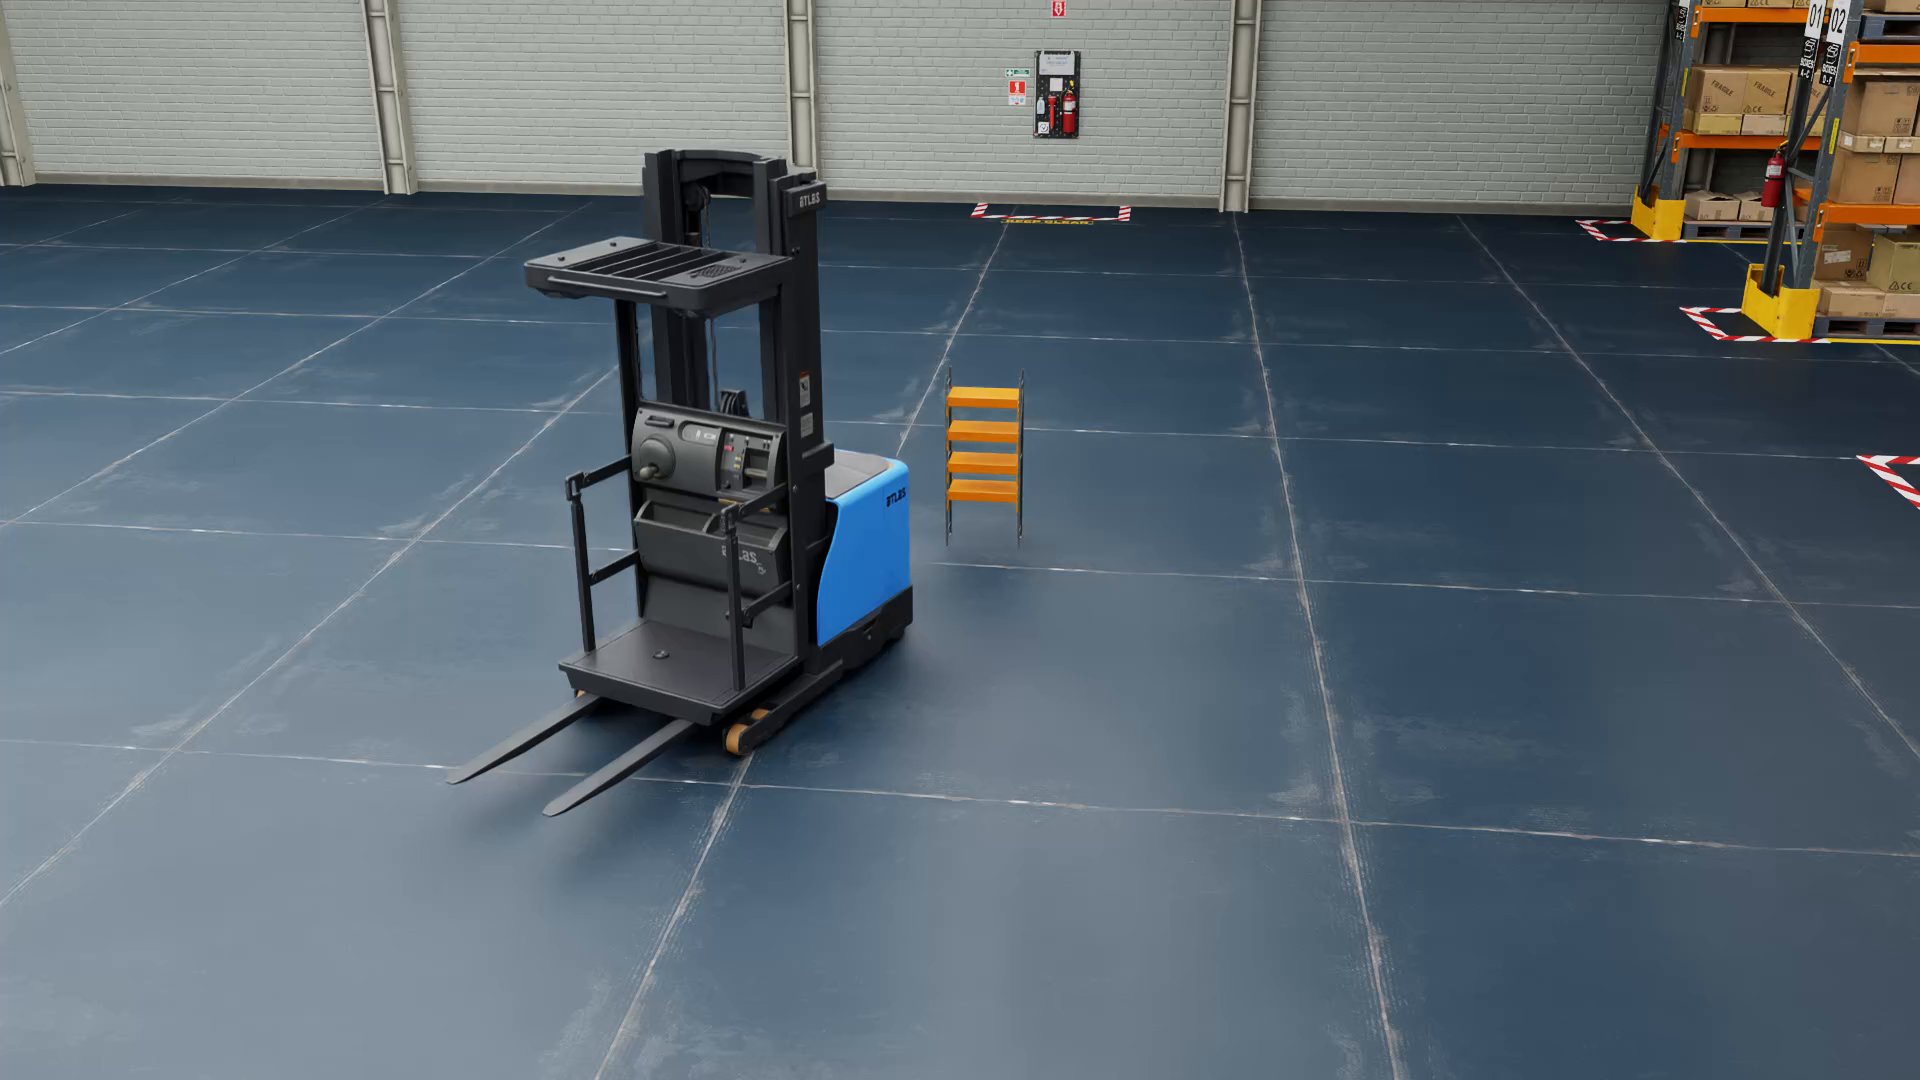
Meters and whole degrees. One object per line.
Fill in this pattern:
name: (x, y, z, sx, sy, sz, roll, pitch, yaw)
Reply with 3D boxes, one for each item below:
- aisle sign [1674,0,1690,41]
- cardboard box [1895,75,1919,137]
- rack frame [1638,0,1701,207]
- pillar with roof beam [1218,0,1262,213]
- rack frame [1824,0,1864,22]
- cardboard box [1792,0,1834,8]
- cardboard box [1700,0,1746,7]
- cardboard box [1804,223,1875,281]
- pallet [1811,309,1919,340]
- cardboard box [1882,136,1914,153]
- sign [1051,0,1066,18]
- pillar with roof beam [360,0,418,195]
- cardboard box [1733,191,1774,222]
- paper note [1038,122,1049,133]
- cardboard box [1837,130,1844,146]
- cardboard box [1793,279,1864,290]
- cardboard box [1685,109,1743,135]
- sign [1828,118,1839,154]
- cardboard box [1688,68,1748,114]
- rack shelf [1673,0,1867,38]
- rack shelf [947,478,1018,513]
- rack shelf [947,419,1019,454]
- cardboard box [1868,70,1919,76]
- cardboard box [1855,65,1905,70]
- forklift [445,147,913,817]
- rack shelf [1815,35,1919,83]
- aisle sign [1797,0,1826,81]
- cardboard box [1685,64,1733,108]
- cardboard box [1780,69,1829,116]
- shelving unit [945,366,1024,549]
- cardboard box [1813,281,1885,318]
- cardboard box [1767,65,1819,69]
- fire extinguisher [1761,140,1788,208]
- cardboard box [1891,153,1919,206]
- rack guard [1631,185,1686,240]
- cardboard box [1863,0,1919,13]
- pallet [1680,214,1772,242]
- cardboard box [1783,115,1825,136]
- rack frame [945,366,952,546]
aisle sign: (8.827, -6.505, 20.278, 0.004, 0.787, 0.394, 2, 22, 6)
cardboard box: (9.393, -4.195, 16.072, 0.500, 0.500, 0.700, 2, 22, 5)
rack frame: (8.934, -5.402, 21.025, 0.127, 3.000, 1.000, 2, 22, 6)
pillar with roof beam: (3.266, -7.166, 17.325, 0.400, 9.000, 9.100, 2, 22, 6)
rack frame: (8.355, -6.383, 15.347, 0.127, 3.000, 1.000, 2, 22, 6)
cardboard box: (10.282, -6.690, 20.039, 0.500, 0.500, 0.500, 4, 22, 9)
cardboard box: (9.237, -6.747, 20.184, 0.500, 0.500, 0.500, 3, 22, 8)
cardboard box: (8.923, -2.944, 16.956, 0.500, 0.500, 0.500, 2, 22, 6)
pallet: (9.119, -2.279, 16.917, 1.213, 0.211, 1.003, 2, 22, 6)
cardboard box: (8.982, -3.836, 16.044, 0.250, 0.149, 0.380, 2, 22, 5)
sign: (1.327, -7.183, 22.376, 0.199, 0.298, 0.001, 2, 22, 6)
pillar with roof beam: (-8.650, -7.685, 18.638, 0.400, 9.000, 9.100, 2, 22, 6)
cardboard box: (10.177, -4.269, 21.217, 0.500, 0.311, 0.500, 4, 22, 11)
paper note: (1.156, -5.692, 22.954, 0.142, 0.148, 0.016, 2, 22, 6)
cardboard box: (8.757, -3.995, 16.446, 0.250, 0.149, 0.380, 2, 22, 5)
cardboard box: (8.922, -2.595, 17.092, 0.500, 0.250, 0.500, 2, 22, 6)
cardboard box: (9.381, -5.205, 20.702, 0.500, 0.250, 0.500, 2, 22, 5)
sign: (8.284, -3.831, 15.764, 0.005, 0.325, 0.100, 2, 22, 6)
cardboard box: (9.373, -5.560, 20.581, 0.500, 0.500, 0.500, 3, 22, 6)
rack shelf: (10.920, -6.376, 20.387, 4.000, 0.370, 1.077, 2, 22, 6)
rack shelf: (0.164, -0.304, 11.299, 0.480, 0.148, 0.258, 2, 22, 6)
rack shelf: (0.164, -0.696, 11.144, 0.480, 0.148, 0.258, 2, 22, 6)
cardboard box: (11.405, -5.470, 20.354, 0.500, 0.500, 0.500, 2, 22, 5)
cardboard box: (11.457, -5.662, 20.837, 0.500, 0.500, 0.500, 3, 22, 8)
forklift: (-1.435, -0.434, 8.551, 1.130, 2.935, 3.031, 11, 24, 27)
rack shelf: (10.341, -4.567, 15.812, 4.000, 0.370, 1.077, 2, 22, 6)
aisle sign: (8.324, -4.913, 16.250, 0.004, 0.787, 0.394, 2, 22, 6)
cardboard box: (9.427, -5.748, 21.056, 0.500, 0.500, 0.500, 2, 22, 6)
cardboard box: (10.375, -5.511, 20.455, 0.500, 0.500, 0.500, 2, 22, 5)
shelving unit: (0.164, -0.551, 11.201, 0.503, 1.200, 0.258, 2, 22, 6)
cardboard box: (8.861, -2.406, 16.614, 0.500, 0.250, 0.500, 2, 22, 6)
cardboard box: (10.440, -5.702, 20.939, 0.500, 0.500, 0.500, 2, 22, 5)
fire extinguisher: (8.292, -3.732, 16.906, 0.183, 0.674, 0.296, 2, 22, 6)
cardboard box: (9.339, -3.594, 16.315, 0.500, 0.500, 0.700, 3, 22, 8)
rack guard: (9.010, -4.237, 21.476, 0.348, 0.500, 1.175, 2, 22, 6)
cardboard box: (8.925, -5.271, 15.710, 0.637, 0.503, 0.797, 4, 22, 10)
pallet: (9.812, -4.054, 21.408, 1.213, 0.211, 1.003, 2, 22, 6)
cardboard box: (10.404, -5.163, 20.597, 0.500, 0.250, 0.500, 2, 22, 5)
rack frame: (-0.078, -0.561, 11.228, 0.015, 1.200, 0.240, 2, 22, 6)
